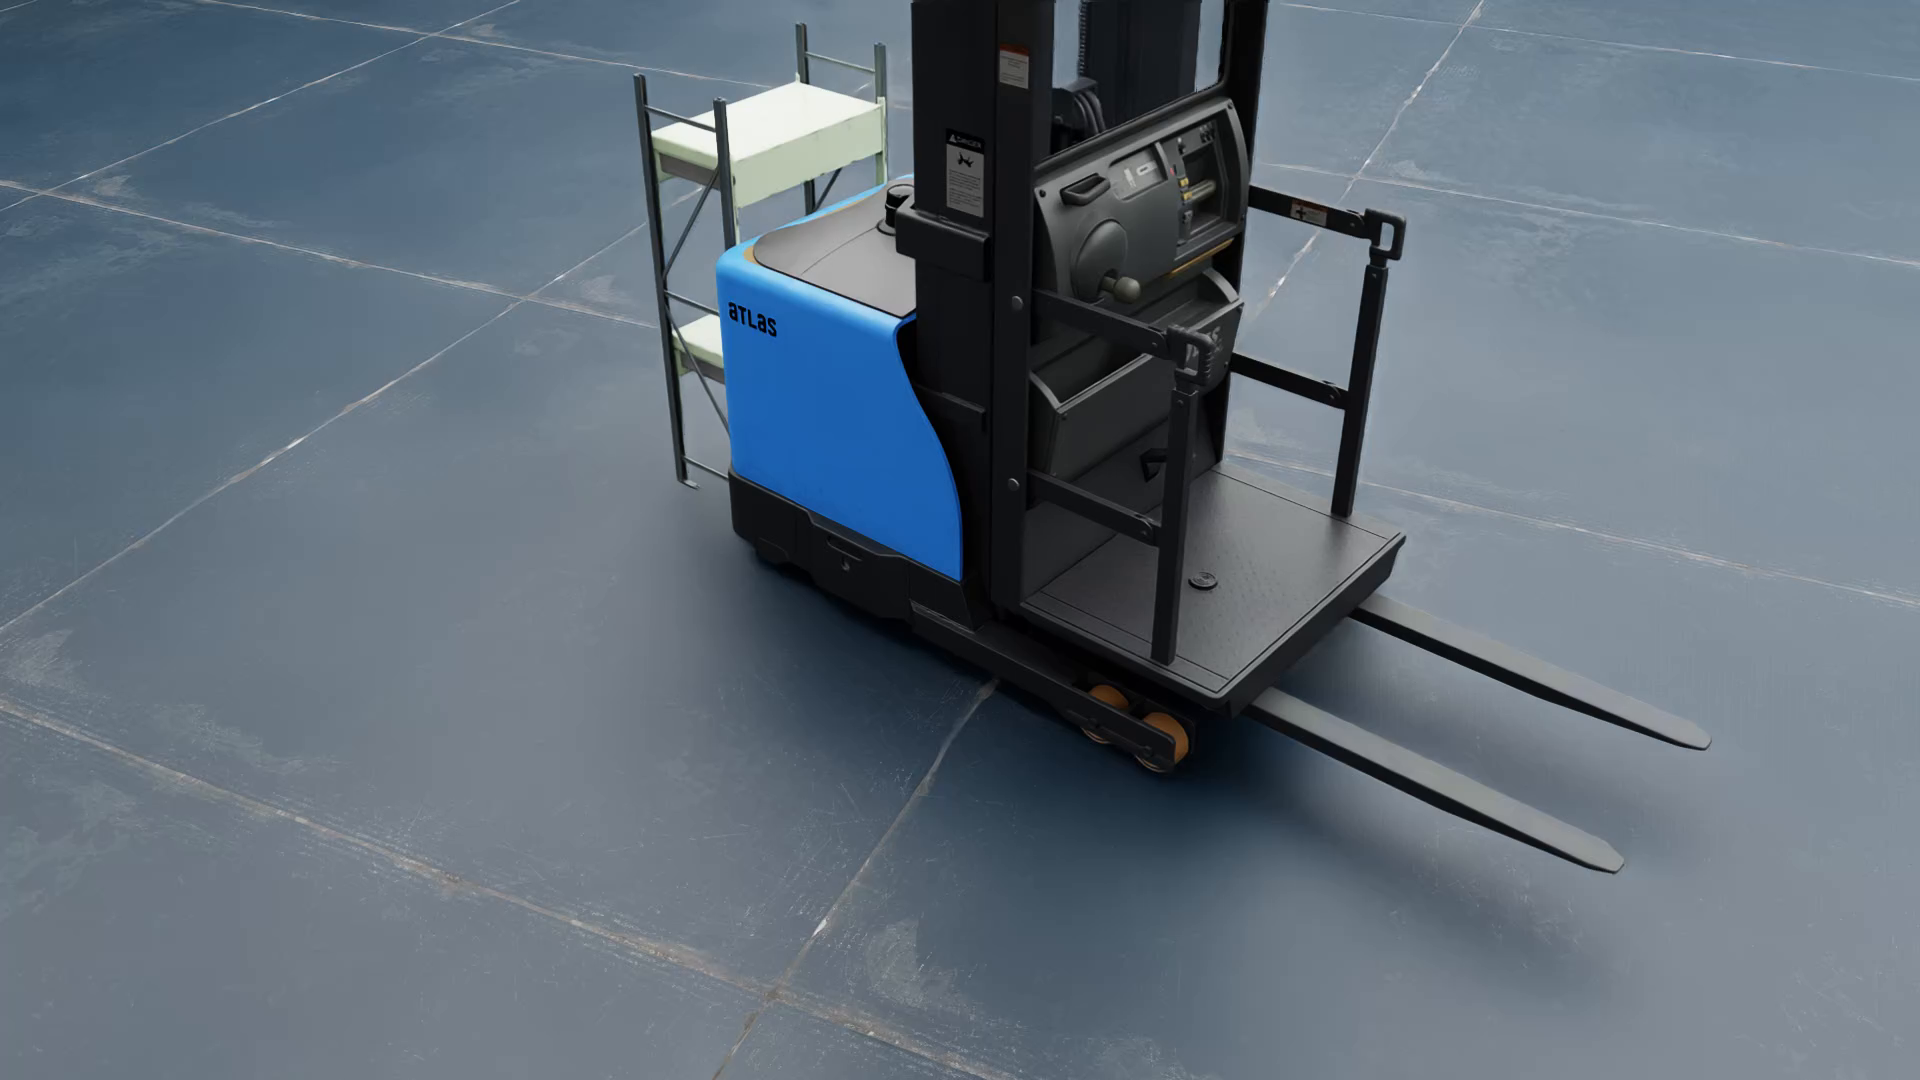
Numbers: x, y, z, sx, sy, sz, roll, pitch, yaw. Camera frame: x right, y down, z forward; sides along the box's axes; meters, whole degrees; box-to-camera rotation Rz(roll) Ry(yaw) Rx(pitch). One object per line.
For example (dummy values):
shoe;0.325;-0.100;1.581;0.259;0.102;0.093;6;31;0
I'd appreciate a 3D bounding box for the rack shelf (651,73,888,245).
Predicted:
rack shelf;-0.640;-1.260;5.591;0.431;0.370;0.720;24;40;32

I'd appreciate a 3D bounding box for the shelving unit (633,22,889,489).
shelving unit;-0.640;-0.933;5.805;0.431;1.500;0.755;24;40;32

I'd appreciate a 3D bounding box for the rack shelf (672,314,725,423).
rack shelf;-0.640;-0.661;5.984;0.431;0.370;0.720;24;40;32

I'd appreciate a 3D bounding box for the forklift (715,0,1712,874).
forklift;0.675;-0.894;4.441;3.031;2.935;1.130;25;41;33

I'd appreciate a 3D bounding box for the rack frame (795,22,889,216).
rack frame;-0.407;-1.088;6.041;0.400;1.500;0.023;24;40;32

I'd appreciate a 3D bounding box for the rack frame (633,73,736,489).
rack frame;-0.873;-0.779;5.570;0.400;1.500;0.023;24;40;32
